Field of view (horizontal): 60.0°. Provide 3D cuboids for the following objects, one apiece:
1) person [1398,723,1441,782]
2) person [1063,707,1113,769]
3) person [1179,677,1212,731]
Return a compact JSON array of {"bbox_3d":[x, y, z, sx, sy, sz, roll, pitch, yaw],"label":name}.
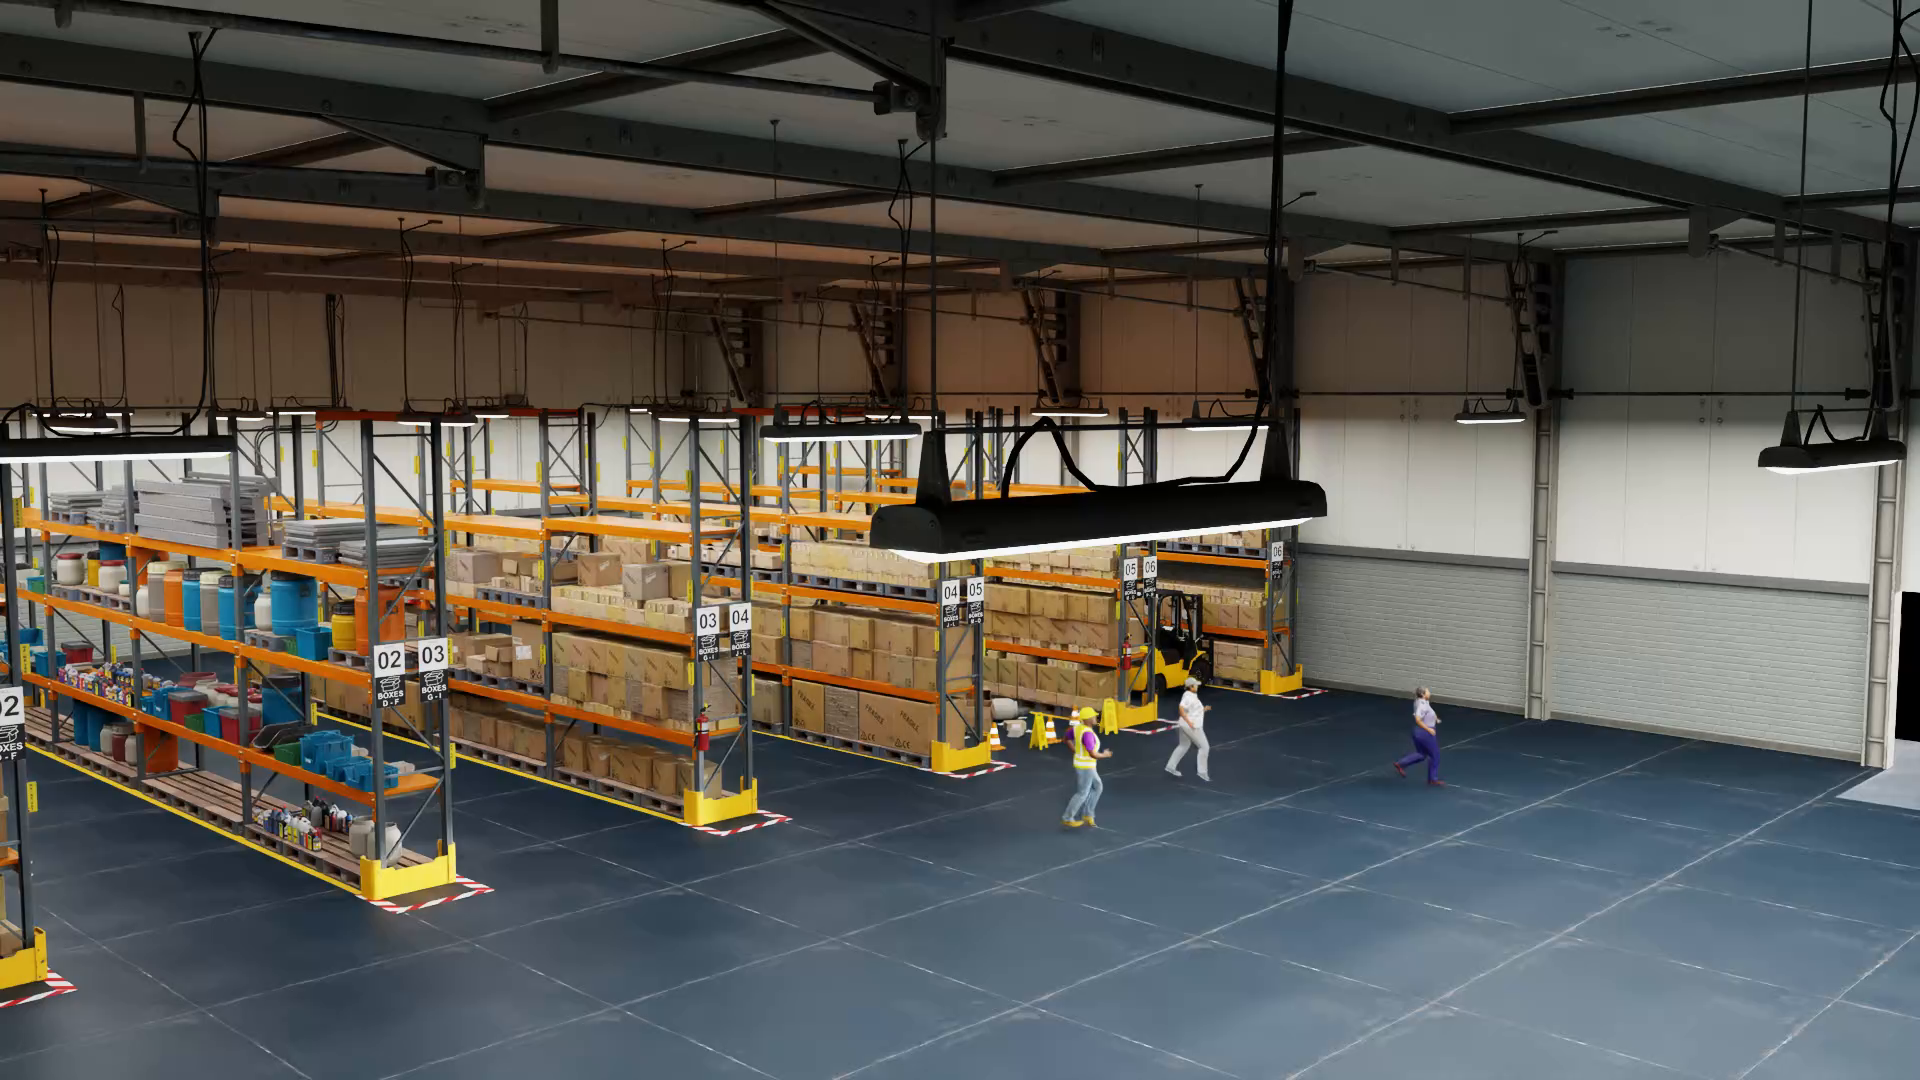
[{"bbox_3d":[7.418,3.431,26.858,0.642,0.933,0.418,0,5,2],"label":"person"},{"bbox_3d":[1.878,2.862,24.091,0.653,0.891,0.726,-1,5,-7],"label":"person"},{"bbox_3d":[3.810,2.650,27.107,0.630,0.823,0.580,-1,5,-8],"label":"person"}]
